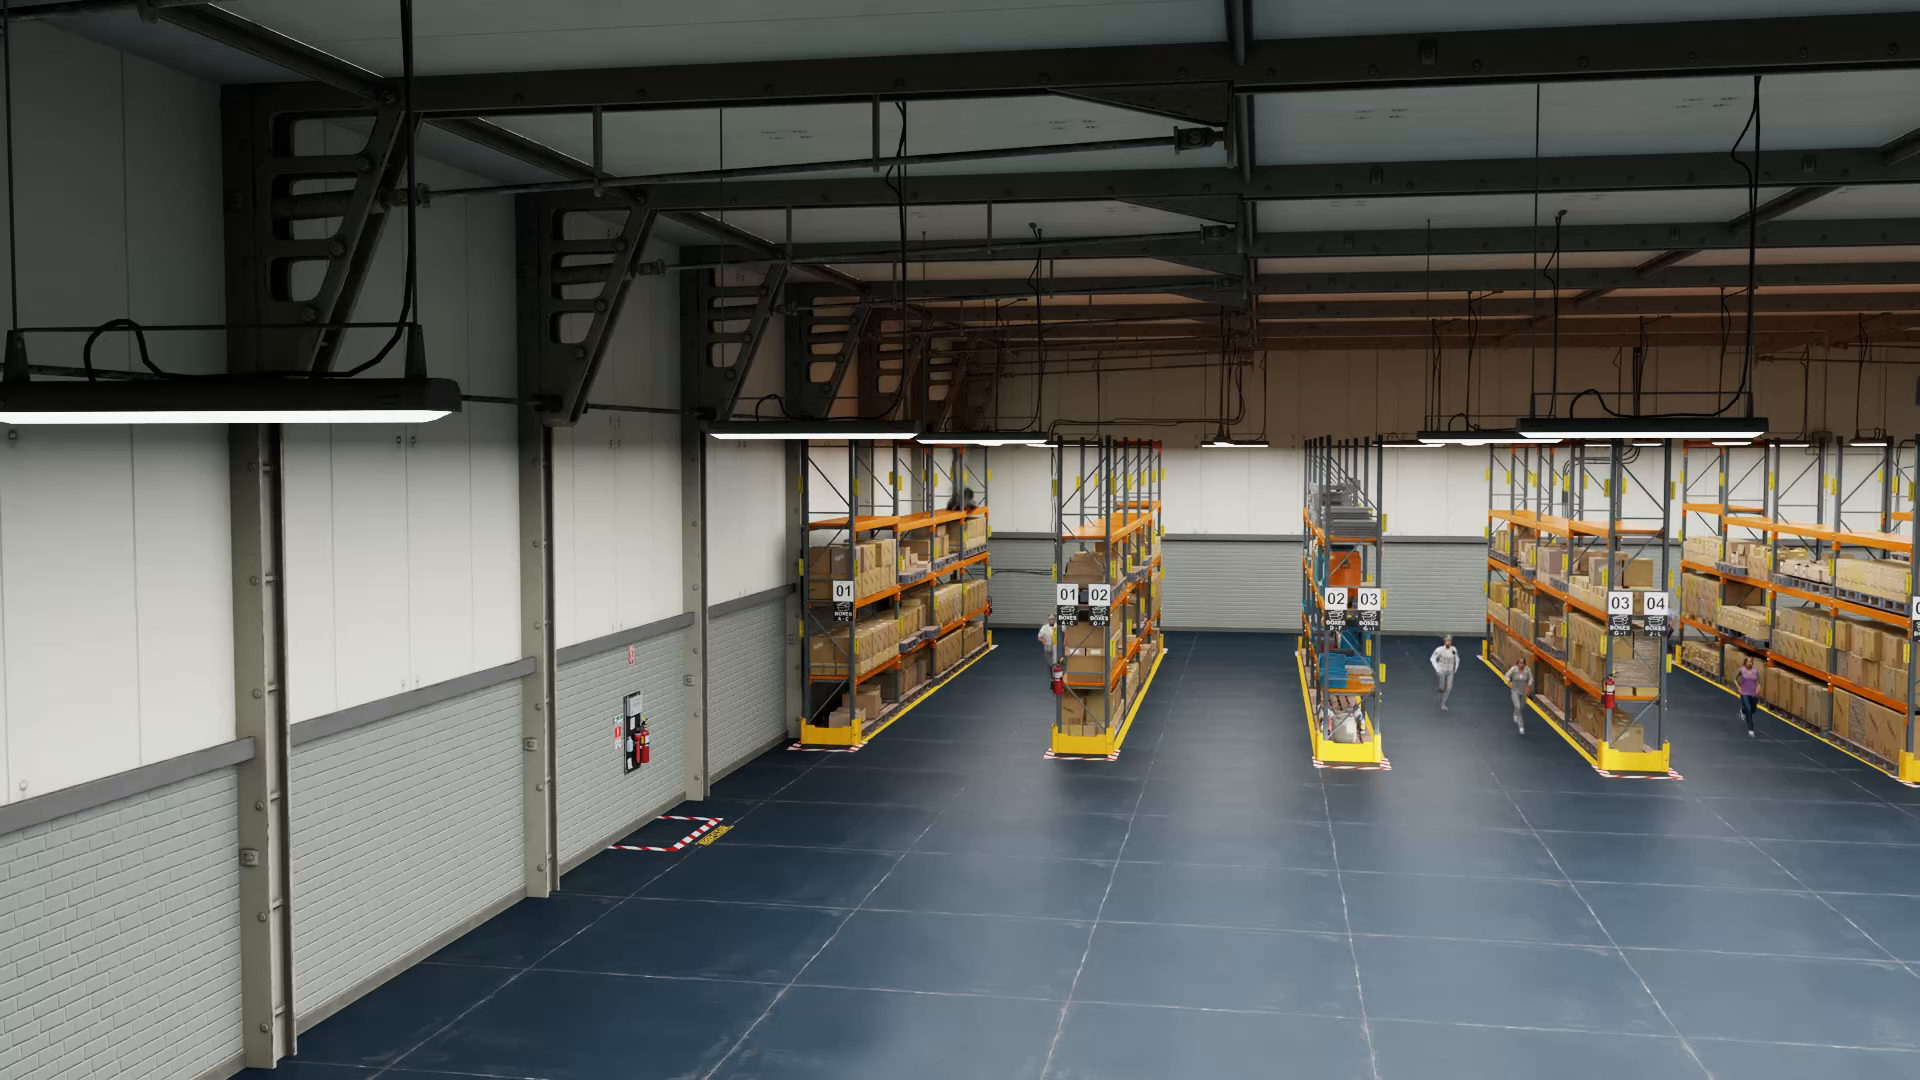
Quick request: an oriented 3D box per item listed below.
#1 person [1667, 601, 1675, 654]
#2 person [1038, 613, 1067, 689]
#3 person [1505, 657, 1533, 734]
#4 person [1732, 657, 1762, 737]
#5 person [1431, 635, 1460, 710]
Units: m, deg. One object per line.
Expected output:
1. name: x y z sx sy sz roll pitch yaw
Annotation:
1. person: 19.369 2.468 45.603 0.532 1.620 0.638 0 3 -1
2. person: 2.244 2.682 40.307 0.693 1.838 0.937 0 3 7
3. person: 11.382 3.129 33.906 0.547 1.573 0.850 1 3 12
4. person: 15.936 3.143 33.641 0.520 1.580 0.925 0 3 5
5. person: 10.778 2.910 36.920 0.640 1.665 0.613 0 3 -3
